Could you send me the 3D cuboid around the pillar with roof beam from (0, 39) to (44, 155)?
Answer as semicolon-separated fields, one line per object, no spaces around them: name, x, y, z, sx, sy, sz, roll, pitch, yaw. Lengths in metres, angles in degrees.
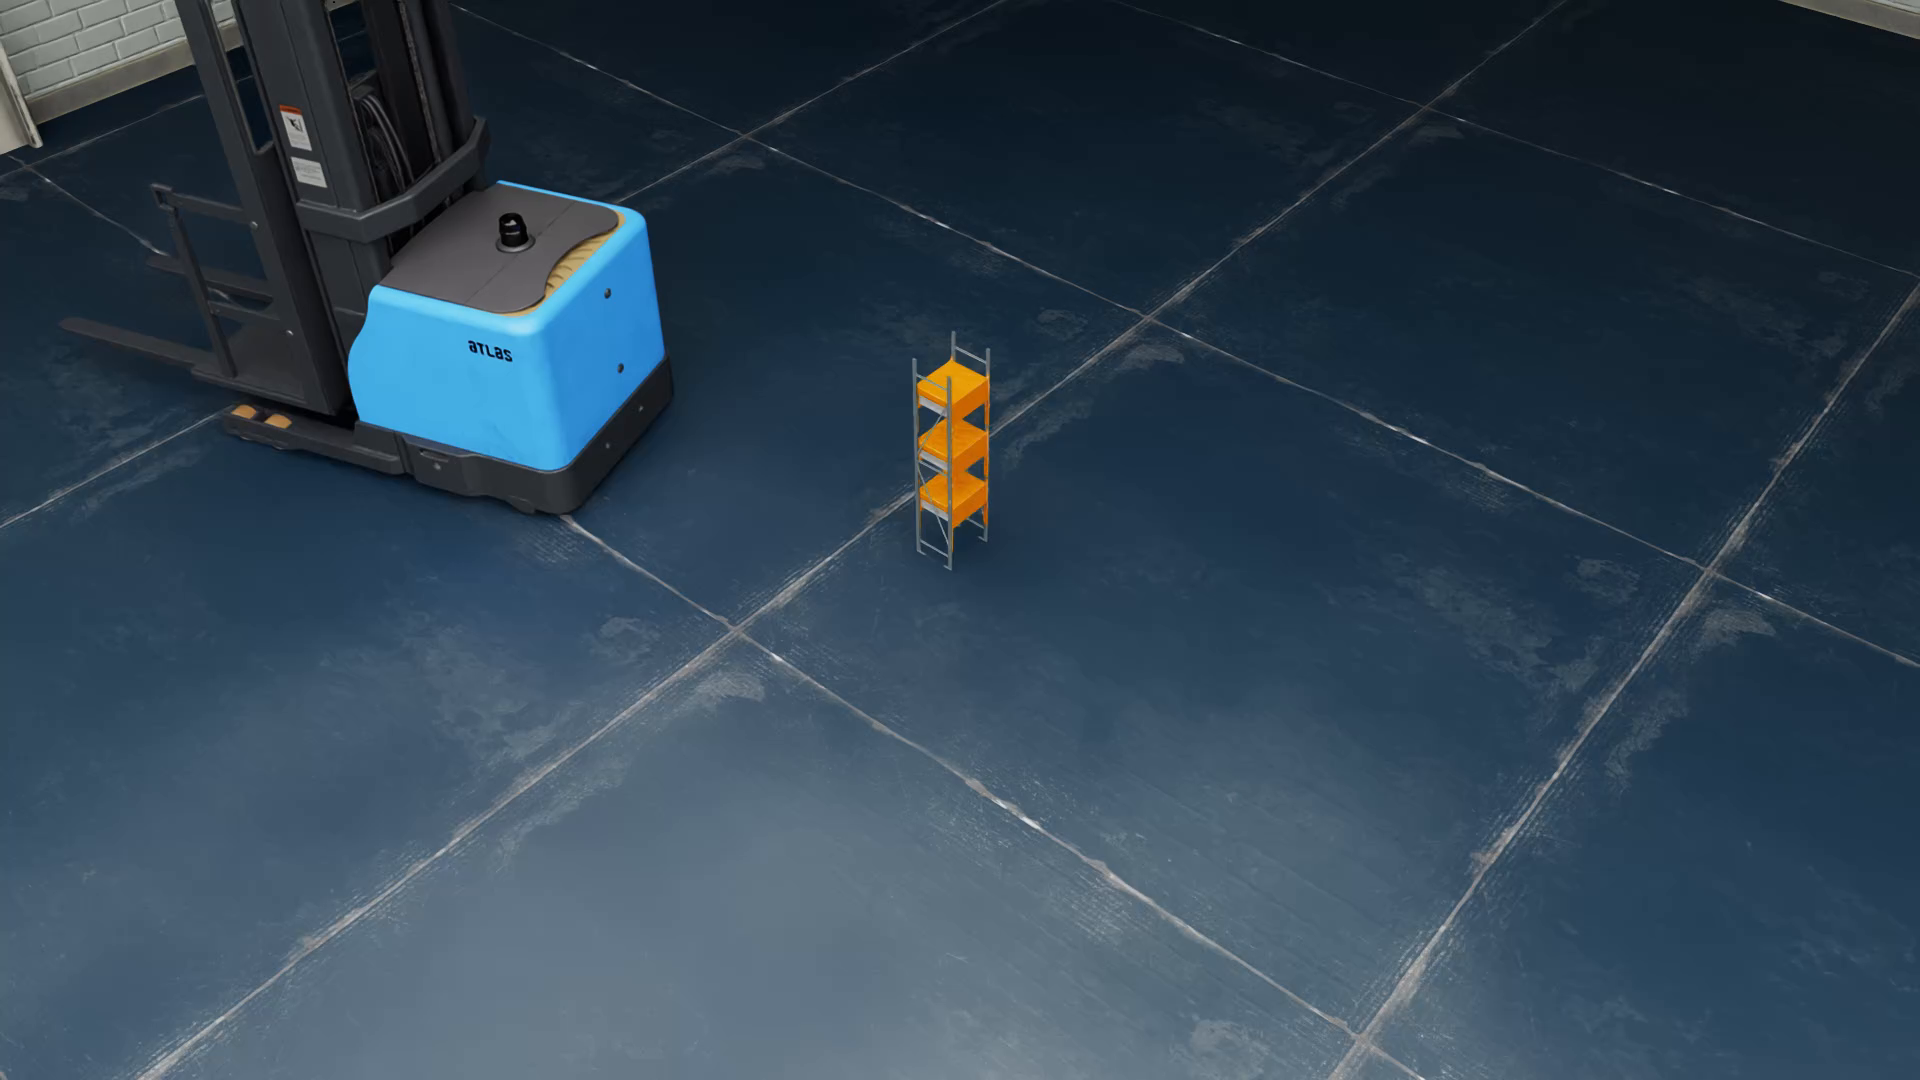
pillar with roof beam;-2.490;-3.821;4.945;9.100;9.000;0.400;29;50;28

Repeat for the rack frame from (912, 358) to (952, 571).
rack frame;-0.113;-0.298;6.980;0.200;1.050;0.008;29;50;28

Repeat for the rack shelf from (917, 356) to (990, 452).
rack shelf;-0.034;-0.563;6.865;0.215;0.259;0.240;29;50;28

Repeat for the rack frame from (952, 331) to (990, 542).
rack frame;0.044;-0.424;7.118;0.200;1.050;0.008;29;50;28

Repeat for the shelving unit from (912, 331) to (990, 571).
shelving unit;-0.034;-0.361;7.049;0.215;1.050;0.252;29;50;28

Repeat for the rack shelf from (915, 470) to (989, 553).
rack shelf;-0.034;-0.147;7.243;0.215;0.259;0.240;29;50;28

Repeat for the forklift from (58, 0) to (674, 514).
forklift;-2.964;-1.829;7.265;3.031;2.935;1.130;15;44;16

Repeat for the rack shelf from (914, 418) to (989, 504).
rack shelf;-0.034;-0.353;7.056;0.215;0.259;0.240;29;50;28
